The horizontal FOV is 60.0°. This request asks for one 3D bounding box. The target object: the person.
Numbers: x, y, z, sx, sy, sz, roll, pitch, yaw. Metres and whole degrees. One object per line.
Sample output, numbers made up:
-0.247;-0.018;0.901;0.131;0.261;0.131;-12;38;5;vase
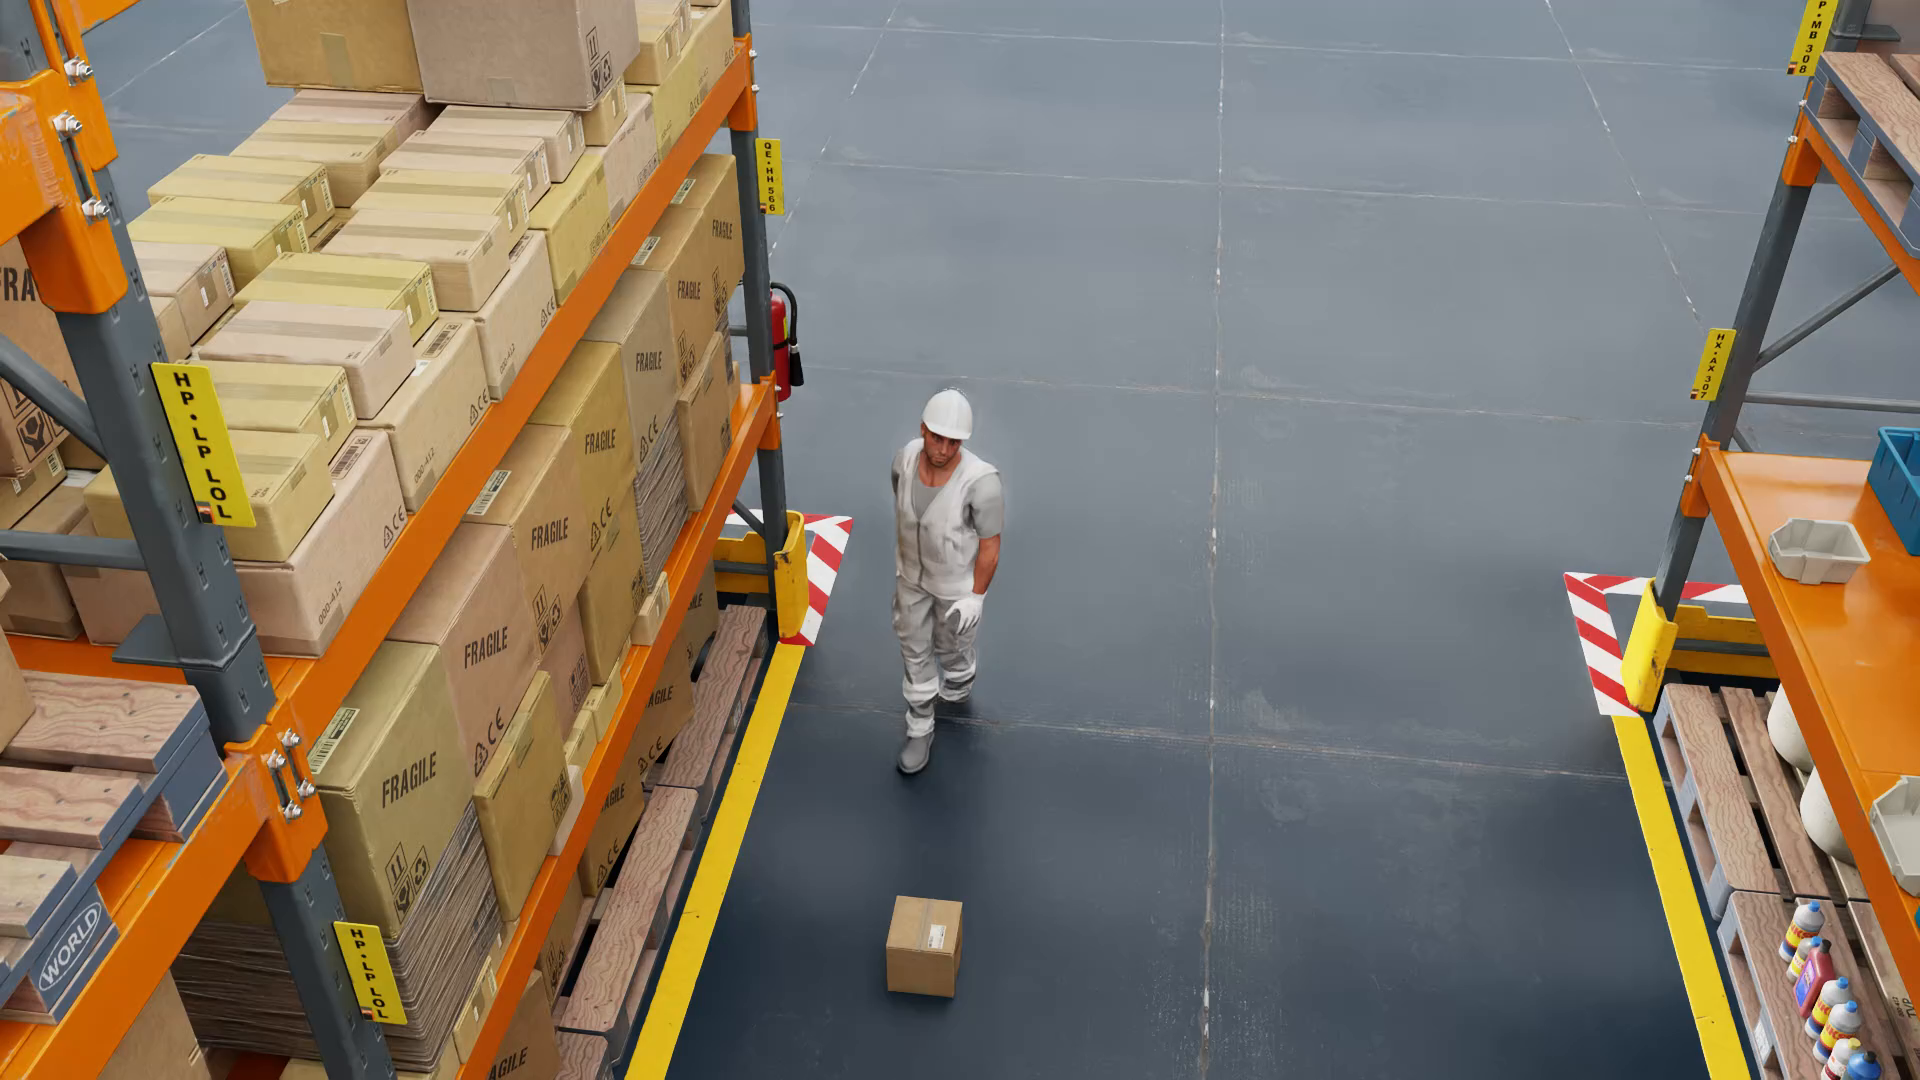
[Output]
-0.089;0.149;6.818;0.584;1.778;0.586;23;42;28;person
